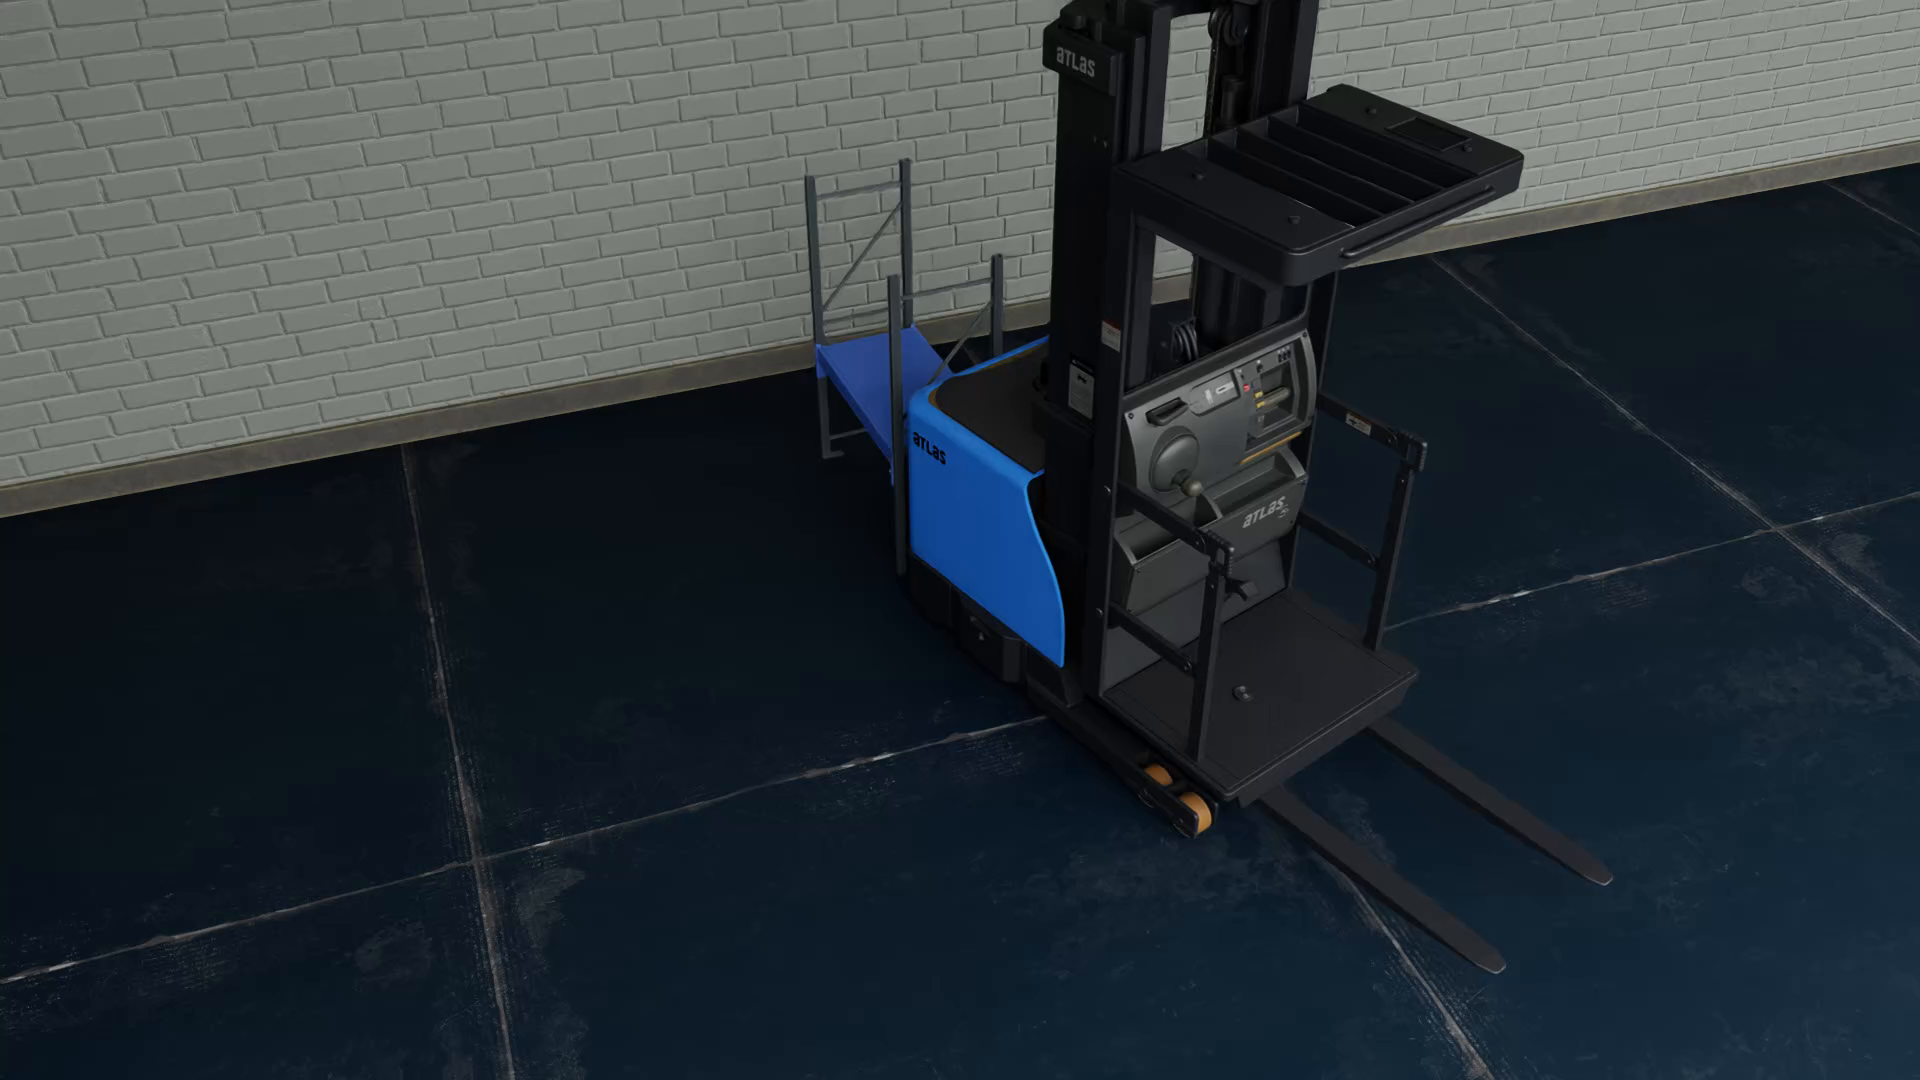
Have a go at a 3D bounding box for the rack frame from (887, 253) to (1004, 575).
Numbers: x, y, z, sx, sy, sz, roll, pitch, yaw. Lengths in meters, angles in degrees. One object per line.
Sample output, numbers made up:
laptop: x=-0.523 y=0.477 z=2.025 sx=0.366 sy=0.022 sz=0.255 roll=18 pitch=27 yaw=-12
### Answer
rack frame: x=-0.057 y=-0.509 z=7.179 sx=0.500 sy=1.500 sz=0.032 roll=-15 pitch=39 yaw=-18

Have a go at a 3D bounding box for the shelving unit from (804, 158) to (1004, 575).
shelving unit: x=-0.258 y=-0.790 z=7.552 sx=0.538 sy=1.500 sz=1.048 roll=-15 pitch=39 yaw=-18

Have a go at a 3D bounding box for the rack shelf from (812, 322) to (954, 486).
rack shelf: x=-0.258 y=-0.646 z=7.660 sx=0.538 sy=0.185 sz=1.000 roll=-15 pitch=39 yaw=-18

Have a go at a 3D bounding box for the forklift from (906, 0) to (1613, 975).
forklift: x=1.080 y=-0.397 z=5.841 sx=1.130 sy=2.935 sz=3.031 roll=-26 pitch=44 yaw=-30

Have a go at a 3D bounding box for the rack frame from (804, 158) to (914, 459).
rack frame: x=-0.460 y=-1.070 z=7.924 sx=0.500 sy=1.500 sz=0.032 roll=-15 pitch=39 yaw=-18
